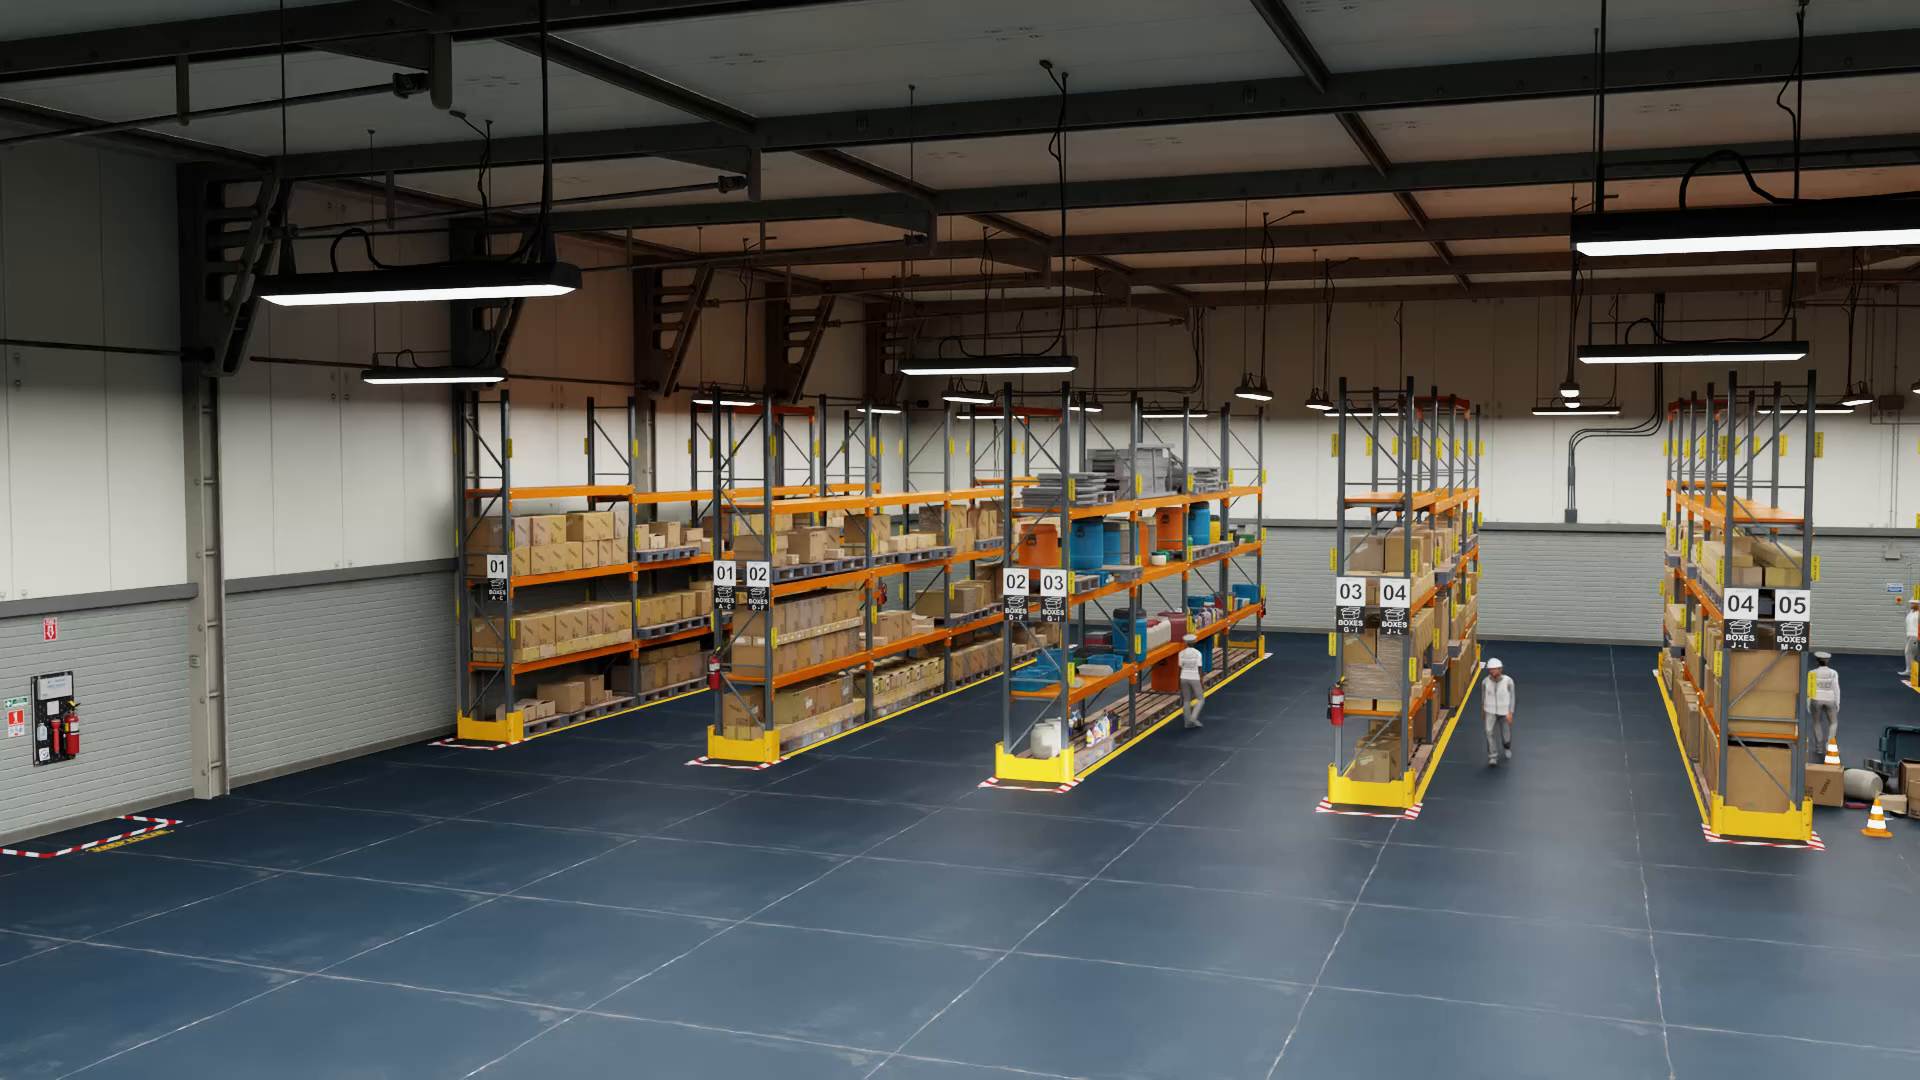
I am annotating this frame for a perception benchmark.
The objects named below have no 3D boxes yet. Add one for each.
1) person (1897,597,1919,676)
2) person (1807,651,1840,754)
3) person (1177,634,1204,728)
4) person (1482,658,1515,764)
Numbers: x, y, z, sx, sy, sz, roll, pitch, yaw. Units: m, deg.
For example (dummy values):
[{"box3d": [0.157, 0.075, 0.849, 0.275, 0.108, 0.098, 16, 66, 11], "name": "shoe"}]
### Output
[{"box3d": [21.004, 2.110, 36.459, 0.788, 1.749, 0.573, 1, 3, 17], "name": "person"}, {"box3d": [14.117, 2.674, 27.196, 0.512, 1.674, 0.516, 1, 3, 19], "name": "person"}, {"box3d": [4.127, 2.529, 29.717, 0.512, 1.683, 0.473, 2, 4, 29], "name": "person"}, {"box3d": [8.559, 2.714, 26.490, 0.512, 1.663, 1.018, 2, 3, 26], "name": "person"}]
